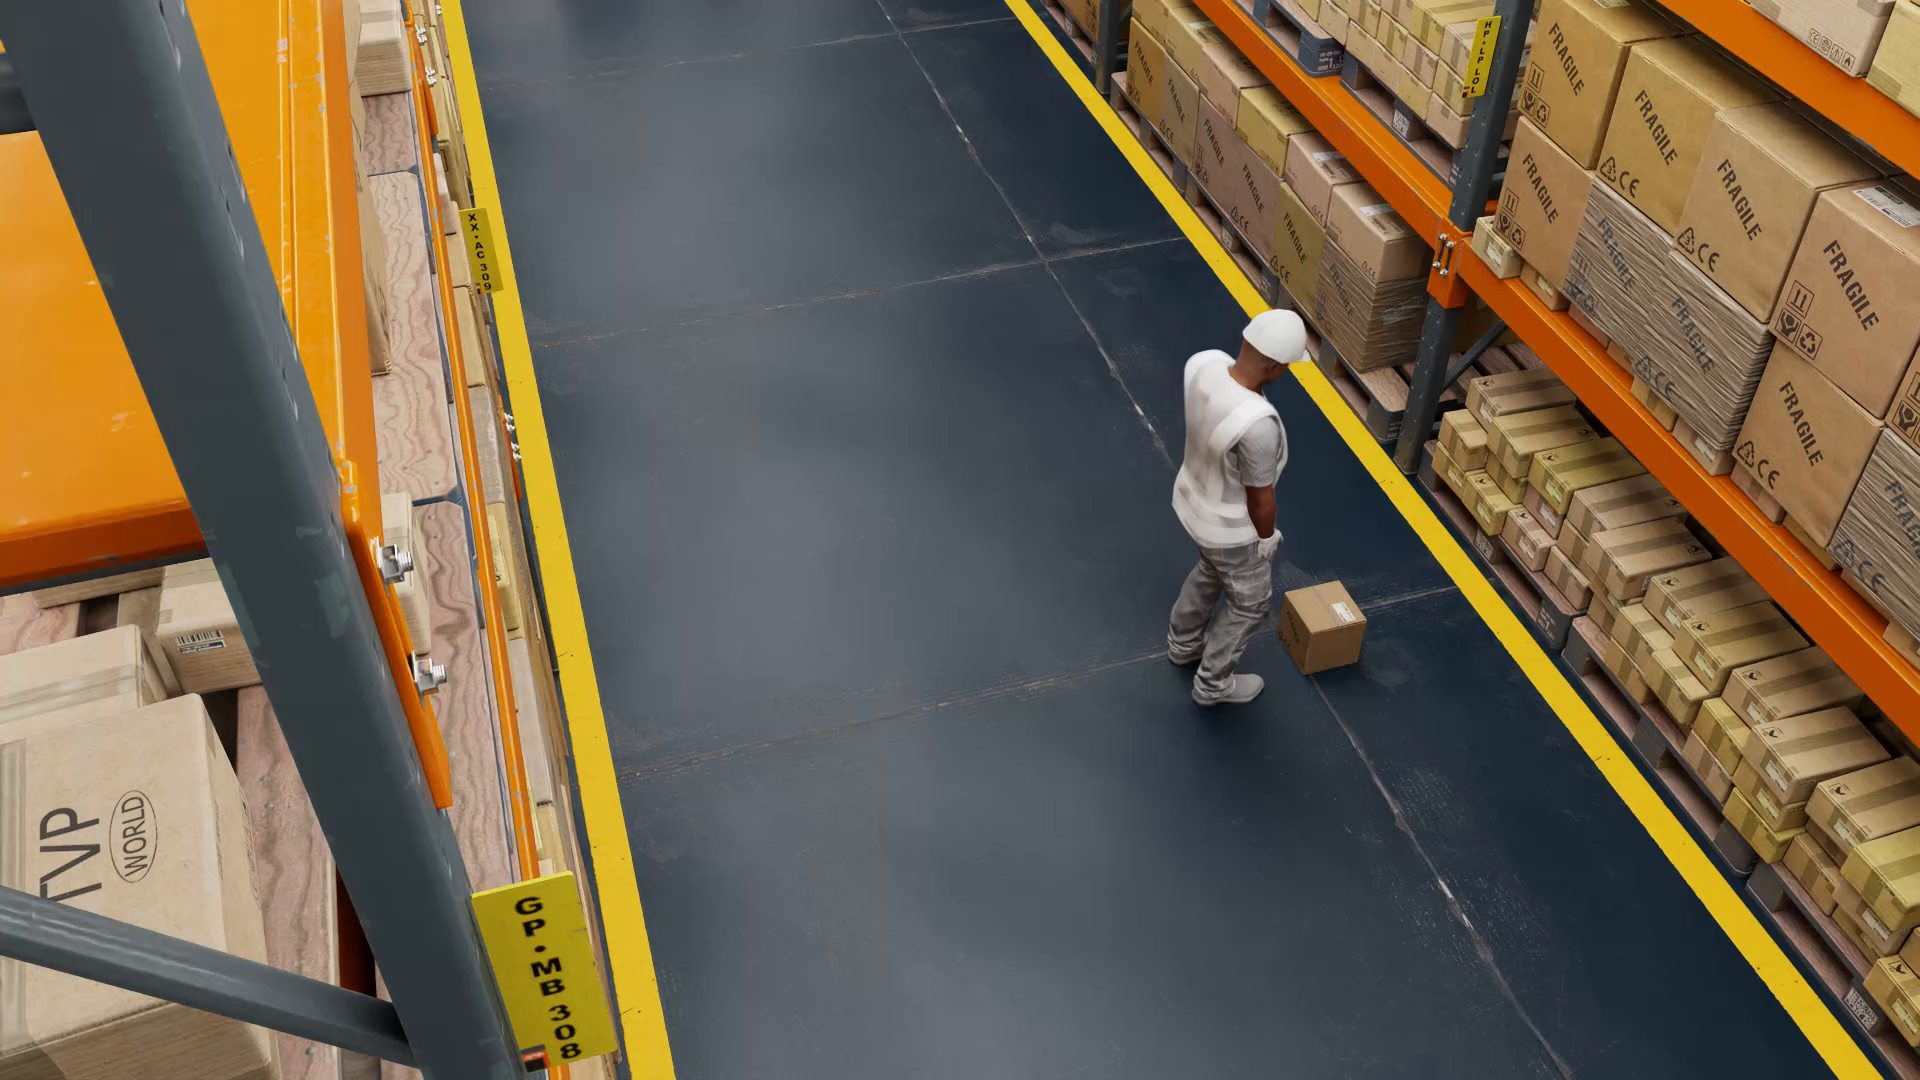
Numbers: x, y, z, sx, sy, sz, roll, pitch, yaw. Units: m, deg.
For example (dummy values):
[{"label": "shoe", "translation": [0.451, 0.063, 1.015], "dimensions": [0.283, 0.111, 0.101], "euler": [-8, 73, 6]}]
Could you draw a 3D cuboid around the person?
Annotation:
[{"label": "person", "translation": [1.030, -0.119, 6.306], "dimensions": [0.427, 1.749, 0.563], "euler": [-11, 43, -12]}]
